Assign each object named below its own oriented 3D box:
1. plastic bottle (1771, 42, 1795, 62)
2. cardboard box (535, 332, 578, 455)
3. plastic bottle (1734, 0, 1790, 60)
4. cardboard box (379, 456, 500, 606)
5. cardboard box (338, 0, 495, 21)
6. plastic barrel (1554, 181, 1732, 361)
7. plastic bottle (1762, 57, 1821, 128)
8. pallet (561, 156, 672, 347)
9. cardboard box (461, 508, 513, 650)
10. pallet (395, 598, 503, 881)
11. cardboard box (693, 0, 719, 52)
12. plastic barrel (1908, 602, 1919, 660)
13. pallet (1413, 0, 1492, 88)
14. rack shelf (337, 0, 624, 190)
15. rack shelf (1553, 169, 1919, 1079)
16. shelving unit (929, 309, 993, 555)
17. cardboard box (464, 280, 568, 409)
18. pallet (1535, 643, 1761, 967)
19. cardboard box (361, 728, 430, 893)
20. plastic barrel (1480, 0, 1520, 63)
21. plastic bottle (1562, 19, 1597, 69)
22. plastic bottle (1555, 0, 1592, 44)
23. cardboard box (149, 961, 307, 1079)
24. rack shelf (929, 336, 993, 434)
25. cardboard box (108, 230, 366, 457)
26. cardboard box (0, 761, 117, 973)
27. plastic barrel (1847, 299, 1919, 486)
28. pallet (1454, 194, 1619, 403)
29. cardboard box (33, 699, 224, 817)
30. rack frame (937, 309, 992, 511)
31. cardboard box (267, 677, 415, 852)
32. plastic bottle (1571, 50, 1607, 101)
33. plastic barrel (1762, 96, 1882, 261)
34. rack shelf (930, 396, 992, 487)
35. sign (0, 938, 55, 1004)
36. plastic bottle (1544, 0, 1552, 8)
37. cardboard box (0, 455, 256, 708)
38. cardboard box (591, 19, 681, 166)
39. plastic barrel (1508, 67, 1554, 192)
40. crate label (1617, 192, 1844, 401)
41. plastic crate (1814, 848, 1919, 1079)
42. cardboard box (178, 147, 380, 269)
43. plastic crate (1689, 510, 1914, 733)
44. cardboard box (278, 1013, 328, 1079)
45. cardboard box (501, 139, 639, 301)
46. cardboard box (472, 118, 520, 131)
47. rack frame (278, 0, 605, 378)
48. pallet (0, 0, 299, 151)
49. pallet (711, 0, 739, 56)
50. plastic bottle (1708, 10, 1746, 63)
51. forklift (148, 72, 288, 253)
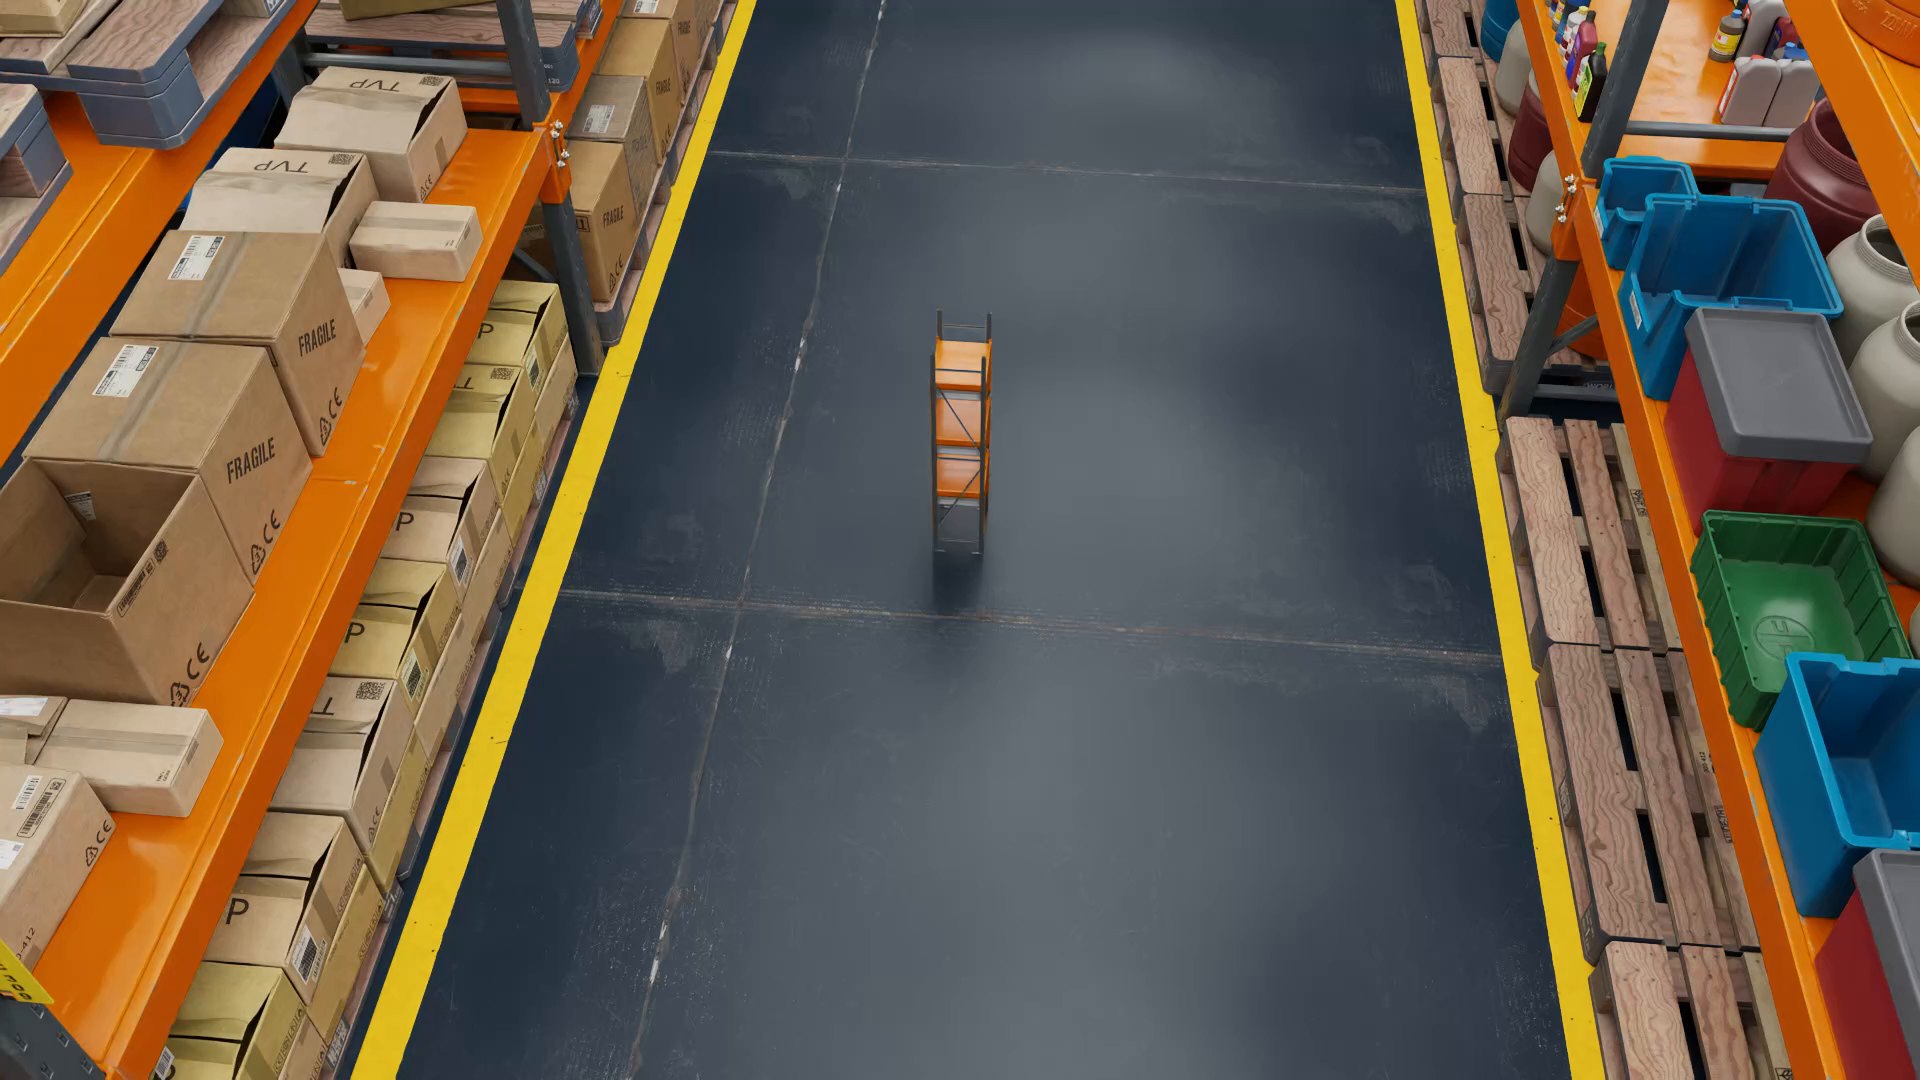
[{"bbox_3d":[3.238,-1.864,6.557,0.097,0.201,0.097,0,48,0],"label":"plastic bottle"},{"bbox_3d":[-1.907,-0.626,6.869,0.500,0.250,0.500,5,48,4],"label":"cardboard box"},{"bbox_3d":[3.234,-2.074,6.698,0.152,0.276,0.135,4,48,4],"label":"plastic bottle"},{"bbox_3d":[-1.995,-0.064,5.975,0.500,0.311,0.500,4,48,3],"label":"cardboard box"},{"bbox_3d":[-2.157,-2.461,6.616,0.700,0.500,0.500,-11,48,-10],"label":"cardboard box"},{"bbox_3d":[2.858,-1.250,7.046,0.600,0.830,0.708,4,48,4],"label":"plastic barrel"},{"bbox_3d":[3.191,-1.734,6.387,0.152,0.276,0.135,4,48,4],"label":"plastic bottle"},{"bbox_3d":[-1.997,-1.421,7.906,1.003,0.211,1.213,4,48,4],"label":"pallet"},{"bbox_3d":[-2.000,0.122,6.184,0.500,0.250,0.500,5,48,4],"label":"cardboard box"},{"bbox_3d":[-2.330,0.622,6.038,1.003,0.211,1.213,4,48,4],"label":"pallet"},{"bbox_3d":[-1.597,-2.947,8.808,0.500,0.500,0.500,4,48,4],"label":"cardboard box"},{"bbox_3d":[2.838,0.186,4.455,0.433,0.535,0.433,0,48,0],"label":"plastic barrel"},{"bbox_3d":[3.083,-2.914,9.272,1.003,0.211,1.213,4,48,4],"label":"pallet"},{"bbox_3d":[-1.920,-3.043,7.987,1.077,0.370,4.000,4,48,4],"label":"rack shelf"},{"bbox_3d":[2.648,0.233,4.992,1.077,0.370,4.000,4,48,4],"label":"rack shelf"},{"bbox_3d":[0.005,-0.394,6.399,0.215,1.050,0.252,4,48,4],"label":"shelving unit"},{"bbox_3d":[-1.905,-0.817,6.663,0.500,0.311,0.500,5,48,5],"label":"cardboard box"},{"bbox_3d":[2.607,0.922,5.764,1.003,0.211,1.213,4,48,4],"label":"pallet"},{"bbox_3d":[-2.091,0.874,5.497,0.500,0.250,0.500,3,48,2],"label":"cardboard box"},{"bbox_3d":[3.063,-2.934,8.538,0.600,0.901,0.708,4,48,4],"label":"plastic barrel"},{"bbox_3d":[2.492,-1.992,6.674,0.097,0.201,0.097,0,48,0],"label":"plastic bottle"},{"bbox_3d":[2.510,-2.158,6.779,0.097,0.271,0.097,0,48,0],"label":"plastic bottle"},{"bbox_3d":[-2.181,1.434,4.605,0.500,0.311,0.500,4,48,4],"label":"cardboard box"},{"bbox_3d":[0.005,-0.578,6.197,0.215,0.259,0.240,4,48,4],"label":"rack shelf"},{"bbox_3d":[-2.239,-0.615,5.212,0.500,0.500,0.500,2,48,1],"label":"cardboard box"},{"bbox_3d":[-2.466,0.810,4.078,0.500,0.250,0.500,7,48,6],"label":"cardboard box"},{"bbox_3d":[2.911,-0.438,5.042,0.421,0.512,0.421,0,48,0],"label":"plastic barrel"},{"bbox_3d":[2.860,-1.121,7.632,1.003,0.211,1.213,4,48,4],"label":"pallet"},{"bbox_3d":[-2.183,0.571,4.365,0.380,0.149,0.250,4,48,4],"label":"cardboard box"},{"bbox_3d":[0.016,-0.483,6.481,0.200,1.050,0.008,4,48,4],"label":"rack frame"},{"bbox_3d":[-2.084,0.686,5.289,0.500,0.311,0.500,2,48,2],"label":"cardboard box"},{"bbox_3d":[2.471,-1.822,6.519,0.097,0.201,0.097,0,48,0],"label":"plastic bottle"},{"bbox_3d":[3.089,-1.164,5.690,0.600,0.536,0.708,4,48,4],"label":"plastic barrel"},{"bbox_3d":[0.005,-0.386,6.406,0.215,0.259,0.240,4,48,4],"label":"rack shelf"},{"bbox_3d":[-1.914,0.841,3.308,0.100,0.325,0.005,4,48,4],"label":"sign"},{"bbox_3d":[2.536,-2.349,7.001,0.097,0.201,0.097,0,48,0],"label":"plastic bottle"},{"bbox_3d":[-2.333,0.140,4.522,0.500,0.500,0.500,7,48,6],"label":"cardboard box"},{"bbox_3d":[-1.683,-2.189,8.115,0.500,0.500,0.500,3,48,3],"label":"cardboard box"},{"bbox_3d":[2.961,-1.998,7.894,0.600,0.588,0.708,4,48,4],"label":"plastic barrel"},{"bbox_3d":[2.470,-0.780,5.406,0.502,0.435,0.616,4,48,4],"label":"crate label"},{"bbox_3d":[2.205,1.062,3.703,0.402,0.464,0.583,4,48,4],"label":"plastic crate"},{"bbox_3d":[-2.377,-1.141,5.822,0.500,0.311,0.500,3,48,3],"label":"cardboard box"},{"bbox_3d":[2.343,0.232,4.648,0.450,0.188,0.662,4,48,4],"label":"plastic crate"},{"bbox_3d":[-2.183,1.630,4.805,0.500,0.250,0.500,3,48,3],"label":"cardboard box"},{"bbox_3d":[-1.776,-1.436,7.426,0.500,0.500,0.500,6,48,5],"label":"cardboard box"},{"bbox_3d":[-2.251,-1.824,7.781,0.500,0.500,0.500,6,48,5],"label":"cardboard box"},{"bbox_3d":[-2.102,-1.816,6.378,1.000,3.000,0.127,4,48,4],"label":"rack frame"},{"bbox_3d":[-2.174,-1.438,4.127,1.003,0.211,1.213,6,48,5],"label":"pallet"},{"bbox_3d":[-1.774,-3.214,9.546,1.003,0.211,1.213,4,48,4],"label":"pallet"},{"bbox_3d":[3.108,-2.044,6.721,0.097,0.201,0.097,0,48,0],"label":"plastic bottle"},{"bbox_3d":[-4.927,-2.681,7.216,3.031,2.935,1.130,-1,48,-1],"label":"forklift"}]
